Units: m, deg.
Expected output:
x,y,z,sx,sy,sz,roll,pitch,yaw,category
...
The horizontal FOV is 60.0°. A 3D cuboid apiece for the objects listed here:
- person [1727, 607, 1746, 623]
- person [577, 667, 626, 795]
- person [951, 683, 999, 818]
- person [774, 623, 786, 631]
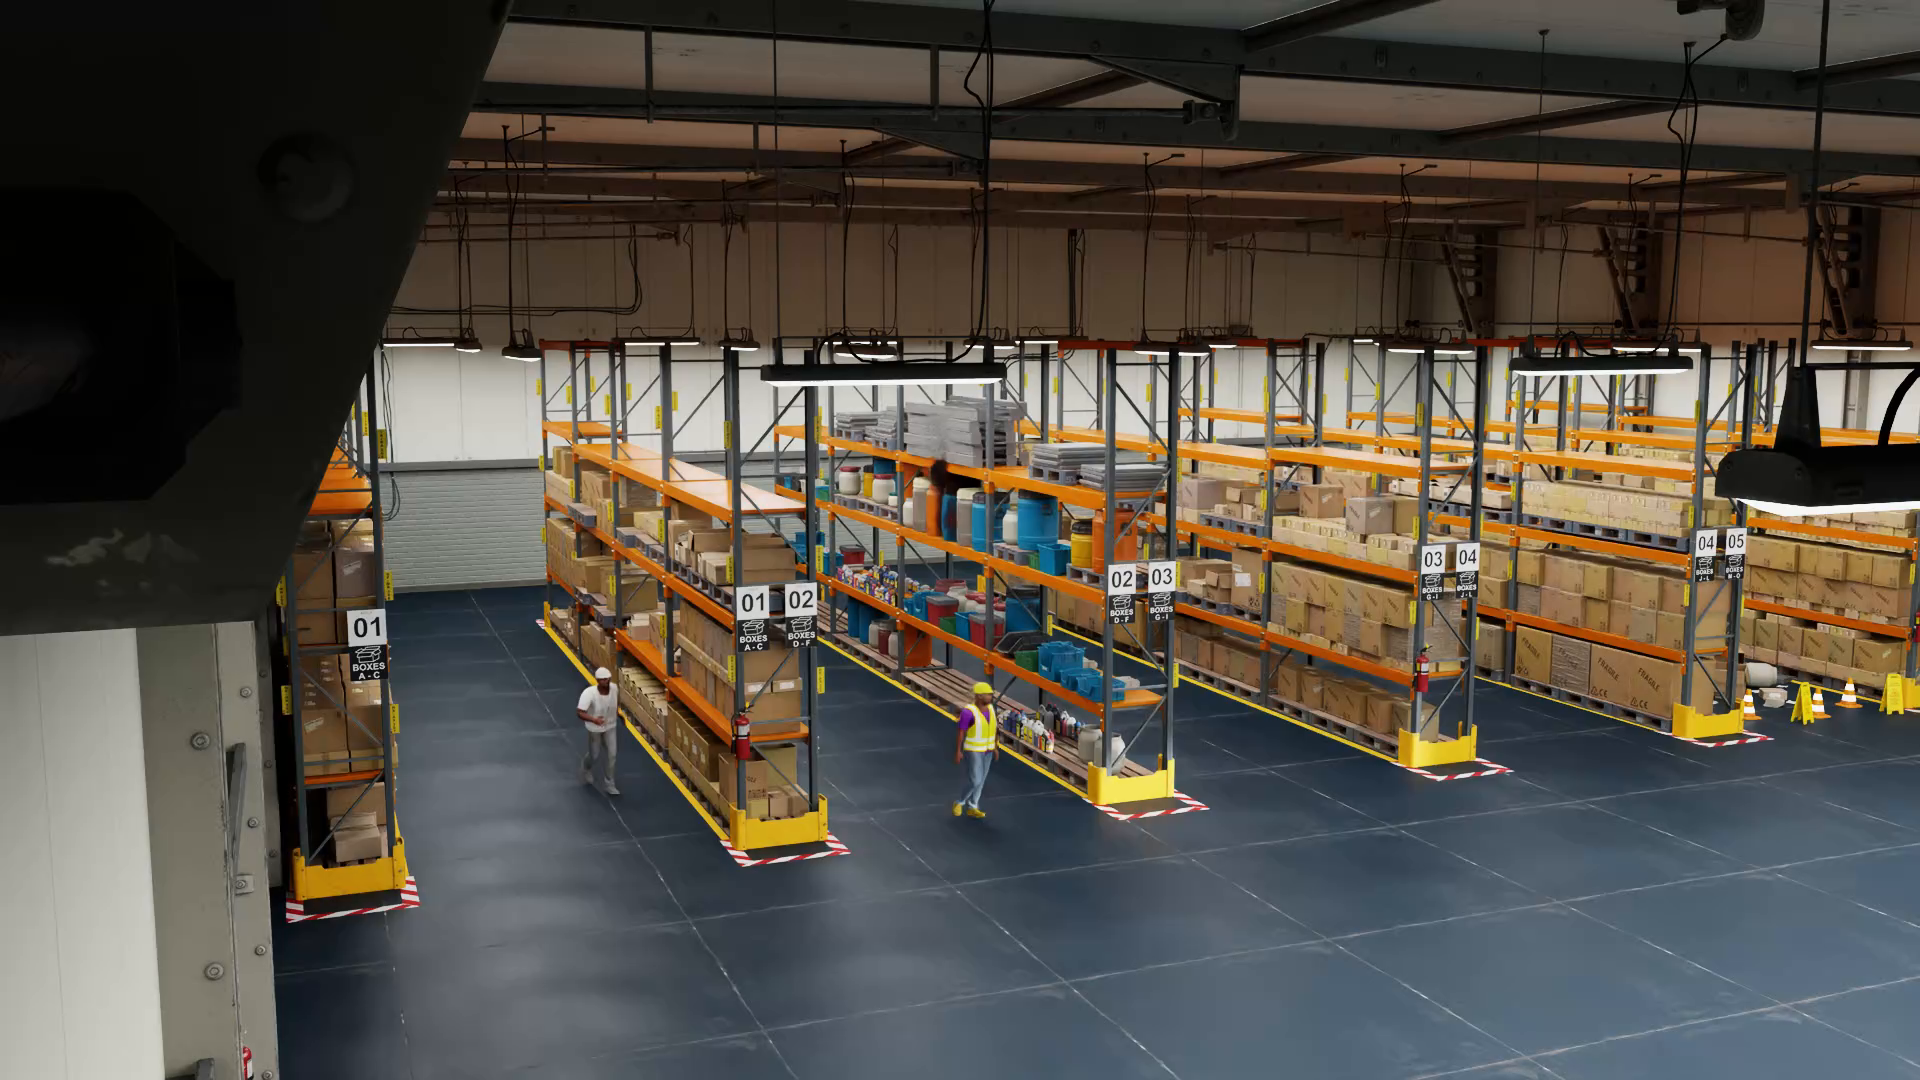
x,y,z,sx,sy,sz,roll,pitch,yaw,category
15.717,1.192,33.349,0.627,1.661,0.728,-5,9,-31,person
-4.908,2.547,22.584,0.703,1.733,0.927,-5,9,-35,person
0.196,2.690,21.295,0.467,1.751,0.673,7,10,44,person
-3.048,1.596,27.983,0.531,1.779,0.810,-4,9,-30,person
